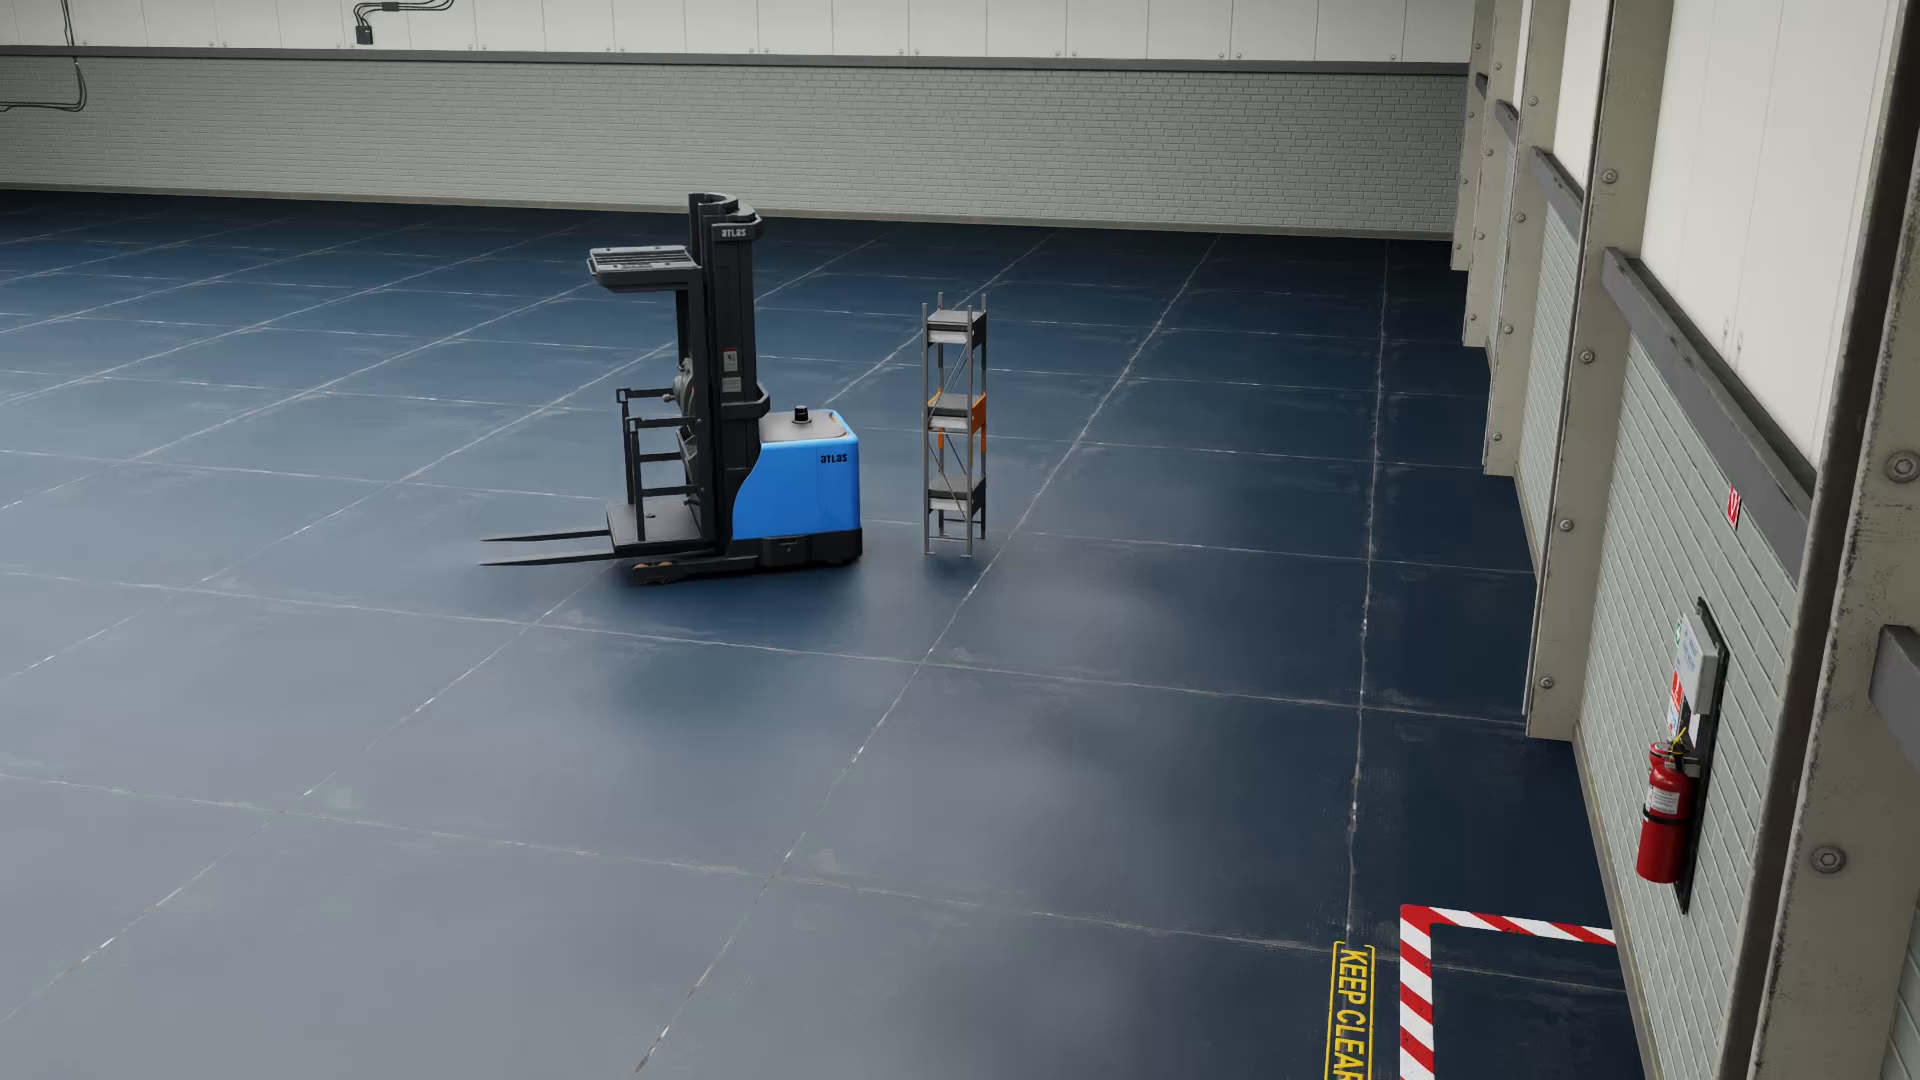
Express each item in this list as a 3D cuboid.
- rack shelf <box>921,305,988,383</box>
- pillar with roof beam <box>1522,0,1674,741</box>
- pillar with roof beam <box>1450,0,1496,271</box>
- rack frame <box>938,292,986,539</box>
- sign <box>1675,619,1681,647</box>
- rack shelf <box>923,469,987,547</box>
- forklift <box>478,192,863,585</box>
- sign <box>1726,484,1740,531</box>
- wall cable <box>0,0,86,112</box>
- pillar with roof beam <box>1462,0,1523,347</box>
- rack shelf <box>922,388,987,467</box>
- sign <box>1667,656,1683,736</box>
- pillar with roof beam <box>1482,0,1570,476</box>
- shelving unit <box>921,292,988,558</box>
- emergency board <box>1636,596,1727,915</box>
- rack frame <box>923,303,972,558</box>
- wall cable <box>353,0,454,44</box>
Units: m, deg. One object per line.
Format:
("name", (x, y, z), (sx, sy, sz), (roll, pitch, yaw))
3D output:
("rack shelf", (-0.040, -1.591, 13.474), (0.431, 0.518, 0.480), (5, 19, 13))
("pillar with roof beam", (-0.386, -3.402, 10.225), (9.100, 9.000, 0.400), (5, 19, 13))
("pillar with roof beam", (4.012, -9.044, 26.743), (9.100, 9.000, 0.400), (5, 19, 13))
("rack frame", (0.019, -1.018, 13.920), (0.400, 2.100, 0.015), (5, 19, 13))
("sign", (3.188, 0.454, 7.343), (0.001, 0.109, 0.331), (5, 19, 13))
("rack shelf", (-0.040, -0.266, 13.927), (0.431, 0.518, 0.480), (5, 19, 13))
("forklift", (-2.374, -1.218, 13.219), (3.031, 2.935, 1.130), (-5, 19, -14))
("sign", (3.062, -0.206, 6.562), (0.001, 0.298, 0.199), (5, 19, 13))
("wall cable", (-20.357, -10.541, 35.930), (3.097, 2.526, 0.112), (5, 19, 13))
("pillar with roof beam", (2.546, -7.163, 21.237), (9.100, 9.000, 0.400), (5, 19, 13))
("rack shelf", (-0.040, -0.929, 13.701), (0.431, 0.518, 0.480), (5, 19, 13))
("sign", (3.198, 0.704, 7.431), (0.001, 0.329, 0.234), (5, 19, 13))
("pillar with roof beam", (1.080, -5.283, 15.731), (9.100, 9.000, 0.400), (5, 19, 13))
("shelving unit", (-0.040, -0.942, 13.696), (0.431, 2.100, 0.503), (5, 19, 13))
("emergency board", (2.963, 0.886, 6.953), (0.194, 1.169, 0.643), (5, 19, 13))
("rack frame", (-0.100, -0.865, 13.472), (0.400, 2.100, 0.015), (5, 19, 13))
("wall cable", (-11.155, -12.865, 32.669), (2.305, 6.003, 0.169), (5, 19, 13))
